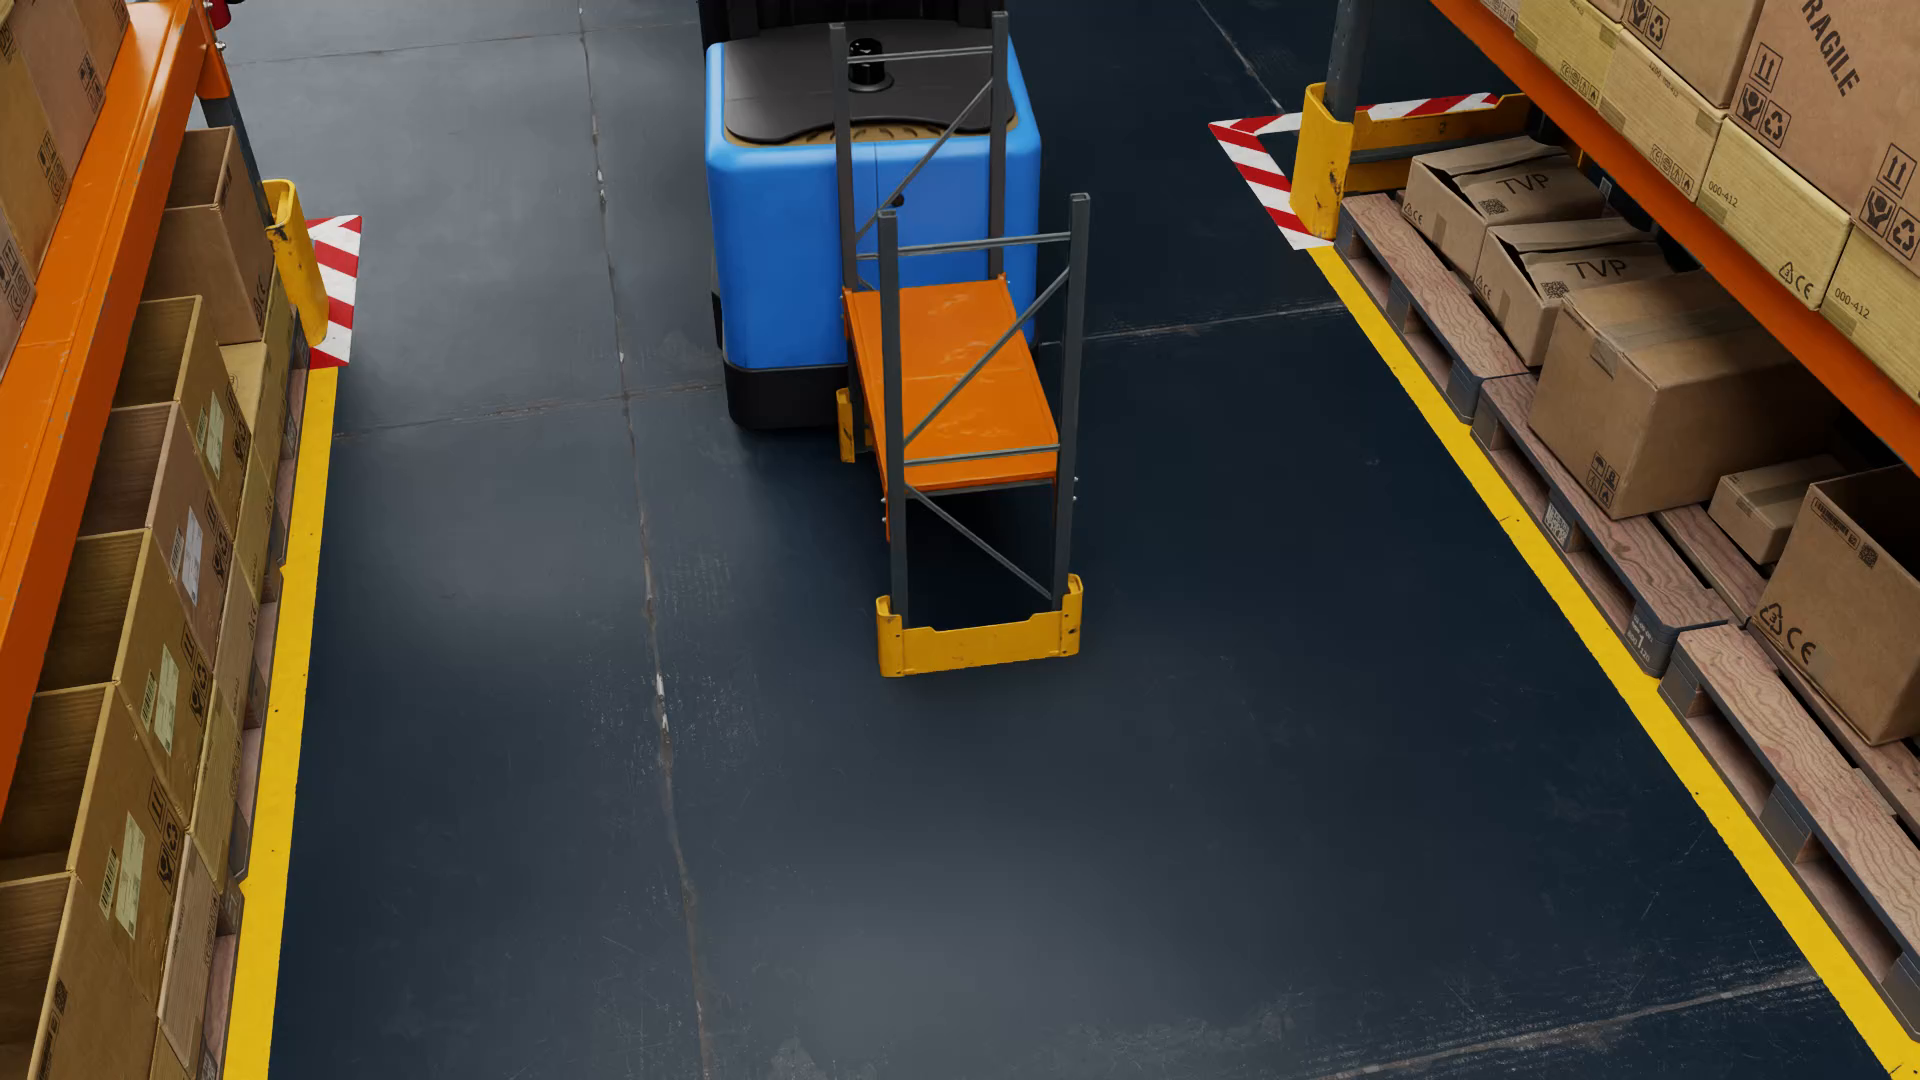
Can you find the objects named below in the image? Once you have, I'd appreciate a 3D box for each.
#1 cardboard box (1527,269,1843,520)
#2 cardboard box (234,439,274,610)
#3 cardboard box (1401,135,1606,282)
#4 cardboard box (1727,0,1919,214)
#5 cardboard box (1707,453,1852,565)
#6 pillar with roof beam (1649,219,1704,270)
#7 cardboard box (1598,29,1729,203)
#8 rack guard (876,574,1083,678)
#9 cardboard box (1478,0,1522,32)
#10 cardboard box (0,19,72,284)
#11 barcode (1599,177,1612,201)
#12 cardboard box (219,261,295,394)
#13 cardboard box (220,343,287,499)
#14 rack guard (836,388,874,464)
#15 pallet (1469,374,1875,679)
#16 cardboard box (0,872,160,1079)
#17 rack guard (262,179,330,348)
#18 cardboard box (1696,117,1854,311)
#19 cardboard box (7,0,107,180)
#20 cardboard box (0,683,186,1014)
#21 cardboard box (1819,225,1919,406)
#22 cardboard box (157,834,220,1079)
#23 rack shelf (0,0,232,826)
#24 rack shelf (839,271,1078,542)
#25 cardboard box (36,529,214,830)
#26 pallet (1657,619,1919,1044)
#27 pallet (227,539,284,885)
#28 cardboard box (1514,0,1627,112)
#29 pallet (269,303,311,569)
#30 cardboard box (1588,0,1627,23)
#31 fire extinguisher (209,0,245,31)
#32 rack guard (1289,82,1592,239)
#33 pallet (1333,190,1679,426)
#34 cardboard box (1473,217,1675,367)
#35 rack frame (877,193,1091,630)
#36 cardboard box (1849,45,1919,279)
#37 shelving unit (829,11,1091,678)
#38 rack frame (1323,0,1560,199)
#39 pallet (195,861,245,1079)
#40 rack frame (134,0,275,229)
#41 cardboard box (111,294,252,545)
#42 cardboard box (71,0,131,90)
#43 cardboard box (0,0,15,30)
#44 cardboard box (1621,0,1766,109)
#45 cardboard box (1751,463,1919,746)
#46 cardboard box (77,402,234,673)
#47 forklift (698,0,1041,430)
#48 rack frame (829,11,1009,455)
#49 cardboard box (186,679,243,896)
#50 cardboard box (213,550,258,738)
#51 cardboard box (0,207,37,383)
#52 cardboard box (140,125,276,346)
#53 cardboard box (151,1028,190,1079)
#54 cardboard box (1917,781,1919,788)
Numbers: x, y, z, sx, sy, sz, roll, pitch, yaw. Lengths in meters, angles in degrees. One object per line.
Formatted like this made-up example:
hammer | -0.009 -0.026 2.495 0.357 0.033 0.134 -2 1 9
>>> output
cardboard box | 2.219 -0.465 5.066 0.700 0.500 0.500 -11 43 -12
cardboard box | -2.277 -0.014 4.762 0.500 0.250 0.500 -8 42 -9
cardboard box | 1.987 -1.247 6.089 0.500 0.311 0.500 -13 43 -14
cardboard box | 2.173 -1.101 3.764 0.500 0.500 0.500 -9 42 -11
cardboard box | 2.463 -0.094 4.913 0.380 0.149 0.250 -12 43 -13
pillar with roof beam | -1.283 -3.846 2.804 9.100 9.000 0.400 -8 42 -9
cardboard box | 2.057 -1.145 4.379 0.500 0.250 0.500 -8 42 -9
rack guard | 0.057 0.248 4.783 0.587 0.250 0.087 -6 42 -7
cardboard box | 1.846 -1.804 5.121 0.500 0.250 0.500 -10 42 -11
cardboard box | -2.603 -0.908 3.938 0.700 0.500 0.500 -8 42 -9
barcode | 2.381 -1.296 6.137 0.001 0.075 0.075 -8 42 -9
cardboard box | -2.507 -0.661 5.490 0.500 0.250 0.500 -8 42 -9
cardboard box | -2.387 -0.338 5.126 0.500 0.250 0.500 -8 42 -9
rack guard | -0.110 -0.404 5.517 0.587 0.250 0.087 -6 42 -7
pallet | 2.342 -0.136 5.245 1.003 0.211 1.213 -8 42 -9
cardboard box | -1.842 1.001 3.053 0.500 0.500 0.500 -8 42 -9
rack guard | -2.916 -0.918 5.907 1.175 0.500 0.348 -8 42 -9
cardboard box | 2.167 -0.819 4.012 0.500 0.250 0.500 -9 42 -10
cardboard box | -2.705 -1.230 4.301 0.700 0.500 0.500 -7 42 -8
cardboard box | -1.958 0.678 3.417 0.500 0.500 0.500 -8 42 -9
cardboard box | 2.291 -0.496 3.647 0.500 0.250 0.500 -8 42 -9
cardboard box | -1.955 0.958 3.666 0.500 0.250 0.500 -8 42 -9
rack shelf | -2.479 -0.272 3.838 1.077 0.370 4.000 -8 42 -9
rack shelf | -0.028 -0.417 4.861 0.538 0.185 1.000 -6 42 -7
cardboard box | -2.058 0.353 3.783 0.500 0.500 0.500 -8 42 -9
pallet | 2.609 0.656 4.352 1.003 0.211 1.213 -8 42 -9
pallet | -2.445 0.485 4.545 1.003 0.211 1.213 -8 42 -9
cardboard box | 1.951 -1.473 4.748 0.500 0.250 0.500 -9 42 -10
pallet | -2.705 -0.305 5.434 1.003 0.211 1.213 -8 42 -9
cardboard box | 1.937 -1.771 4.519 0.500 0.500 0.500 -10 42 -11
fire extinguisher | -2.483 -1.951 5.247 0.296 0.674 0.183 -8 42 -9
rack guard | 1.941 -1.565 6.637 1.175 0.500 0.348 -8 42 -9
pallet | 2.082 -0.926 6.134 1.003 0.211 1.213 -8 42 -9
cardboard box | 2.110 -0.877 5.673 0.500 0.311 0.500 -5 42 -6
rack frame | 0.057 -0.219 4.367 0.500 1.500 0.032 -6 42 -7
cardboard box | 2.271 -0.773 3.395 0.500 0.500 0.500 -9 42 -10
shelving unit | -0.027 -0.546 4.735 0.587 1.500 1.083 -6 42 -7
rack frame | 1.925 -2.549 5.862 1.000 3.000 0.127 -8 42 -9
pallet | -2.178 1.277 3.652 1.003 0.211 1.213 -8 42 -9
rack frame | -2.911 -1.837 5.060 1.000 3.000 0.127 -8 42 -9
cardboard box | -2.275 -0.295 4.513 0.500 0.500 0.500 -8 42 -9
cardboard box | -2.823 -1.570 4.684 0.700 0.500 0.500 -8 42 -9
cardboard box | -2.420 -1.228 3.810 0.380 0.149 0.250 -7 42 -8
cardboard box | 2.060 -1.438 4.144 0.500 0.500 0.500 -7 42 -8
cardboard box | 2.525 0.147 4.377 0.500 0.500 0.500 -11 43 -12
cardboard box | -2.168 0.029 4.148 0.500 0.500 0.500 -8 42 -9
forklift | -0.411 -2.440 5.791 1.130 2.935 3.031 -4 42 -5
rack frame | -0.113 -0.884 5.116 0.500 1.500 0.032 -6 42 -7
cardboard box | -2.058 0.633 4.032 0.500 0.250 0.500 -8 42 -9
cardboard box | -2.171 0.310 4.396 0.500 0.250 0.500 -8 42 -9
cardboard box | -2.486 -0.567 3.554 0.700 0.500 0.500 -7 42 -8
cardboard box | -2.505 -0.941 5.241 0.500 0.500 0.500 -8 42 -9
cardboard box | -1.852 1.283 3.300 0.500 0.250 0.500 -8 42 -9
cardboard box | 2.644 0.596 4.122 0.380 0.166 0.250 -14 43 -15
